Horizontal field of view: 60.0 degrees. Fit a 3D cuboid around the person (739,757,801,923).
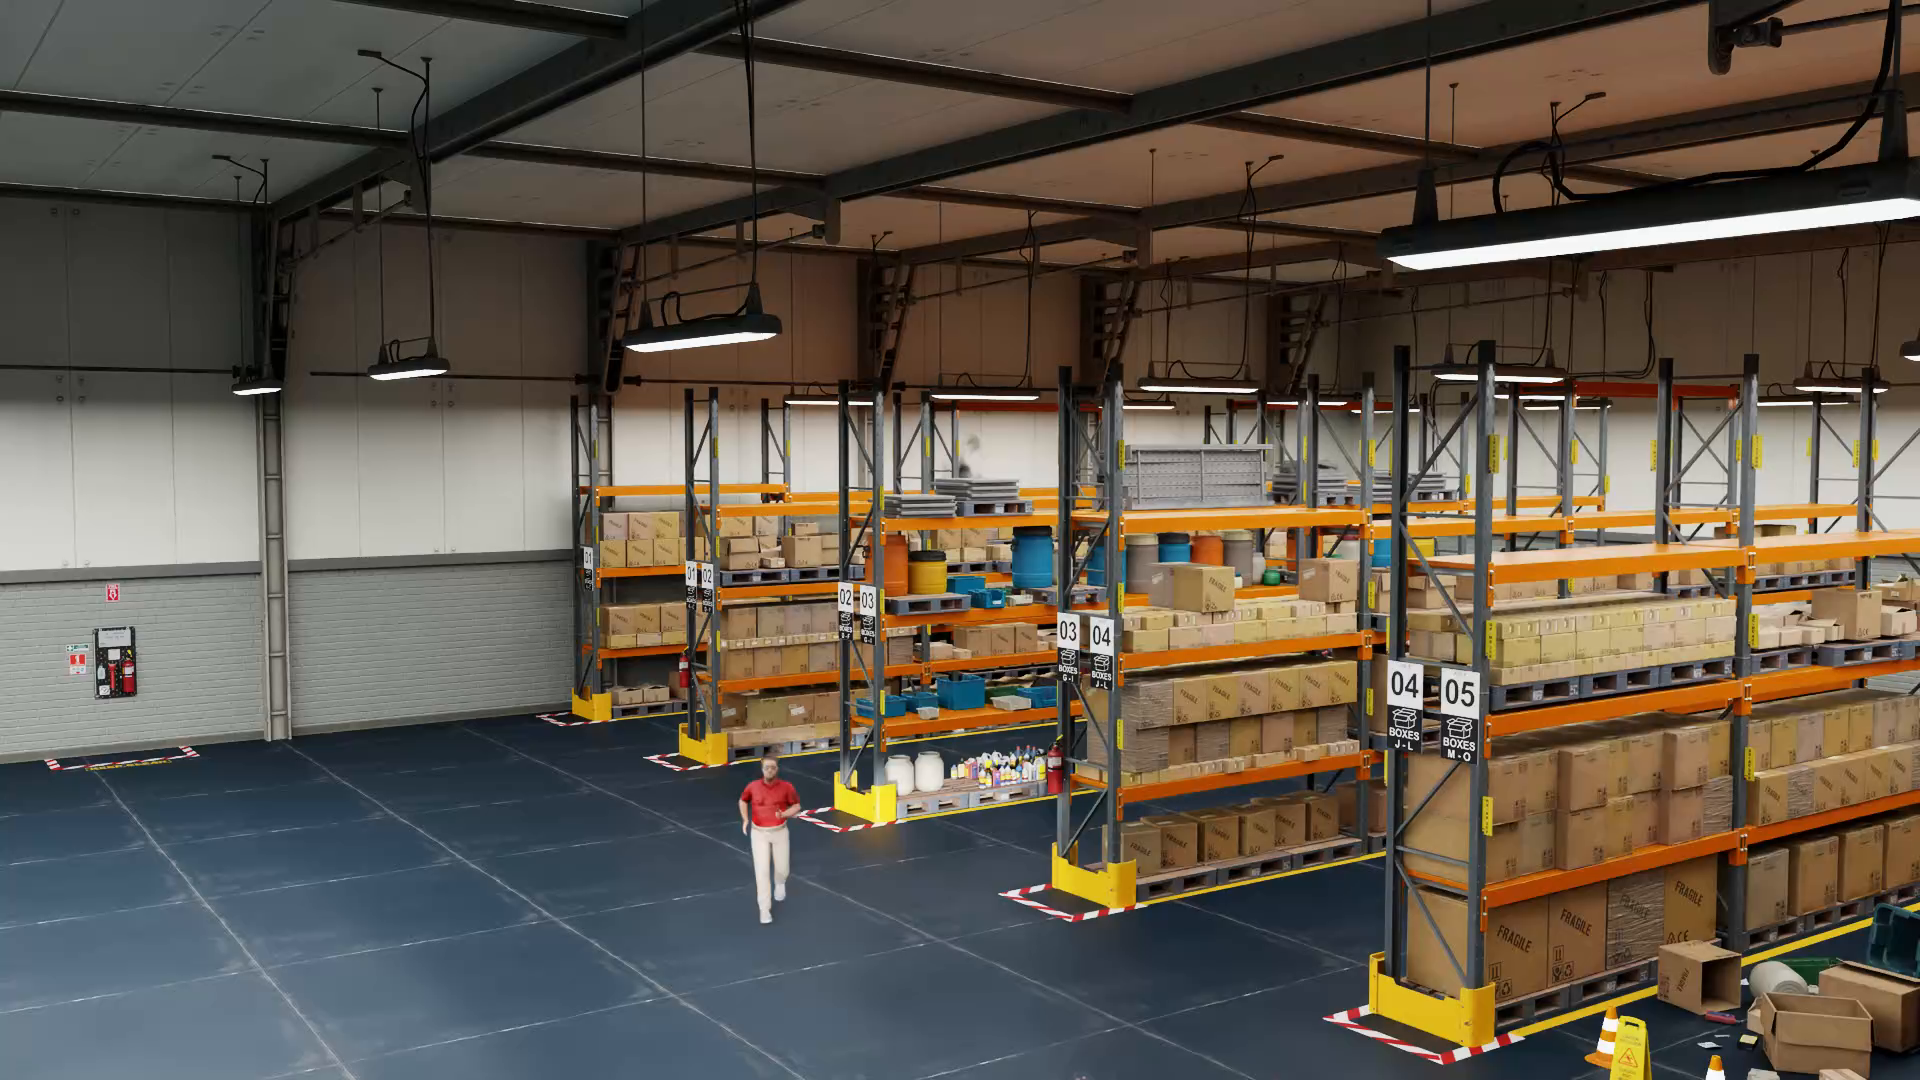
[{"bbox_3d":[-2.066,3.211,18.081,0.673,1.699,0.944,0,3,-7],"label":"person"}]
